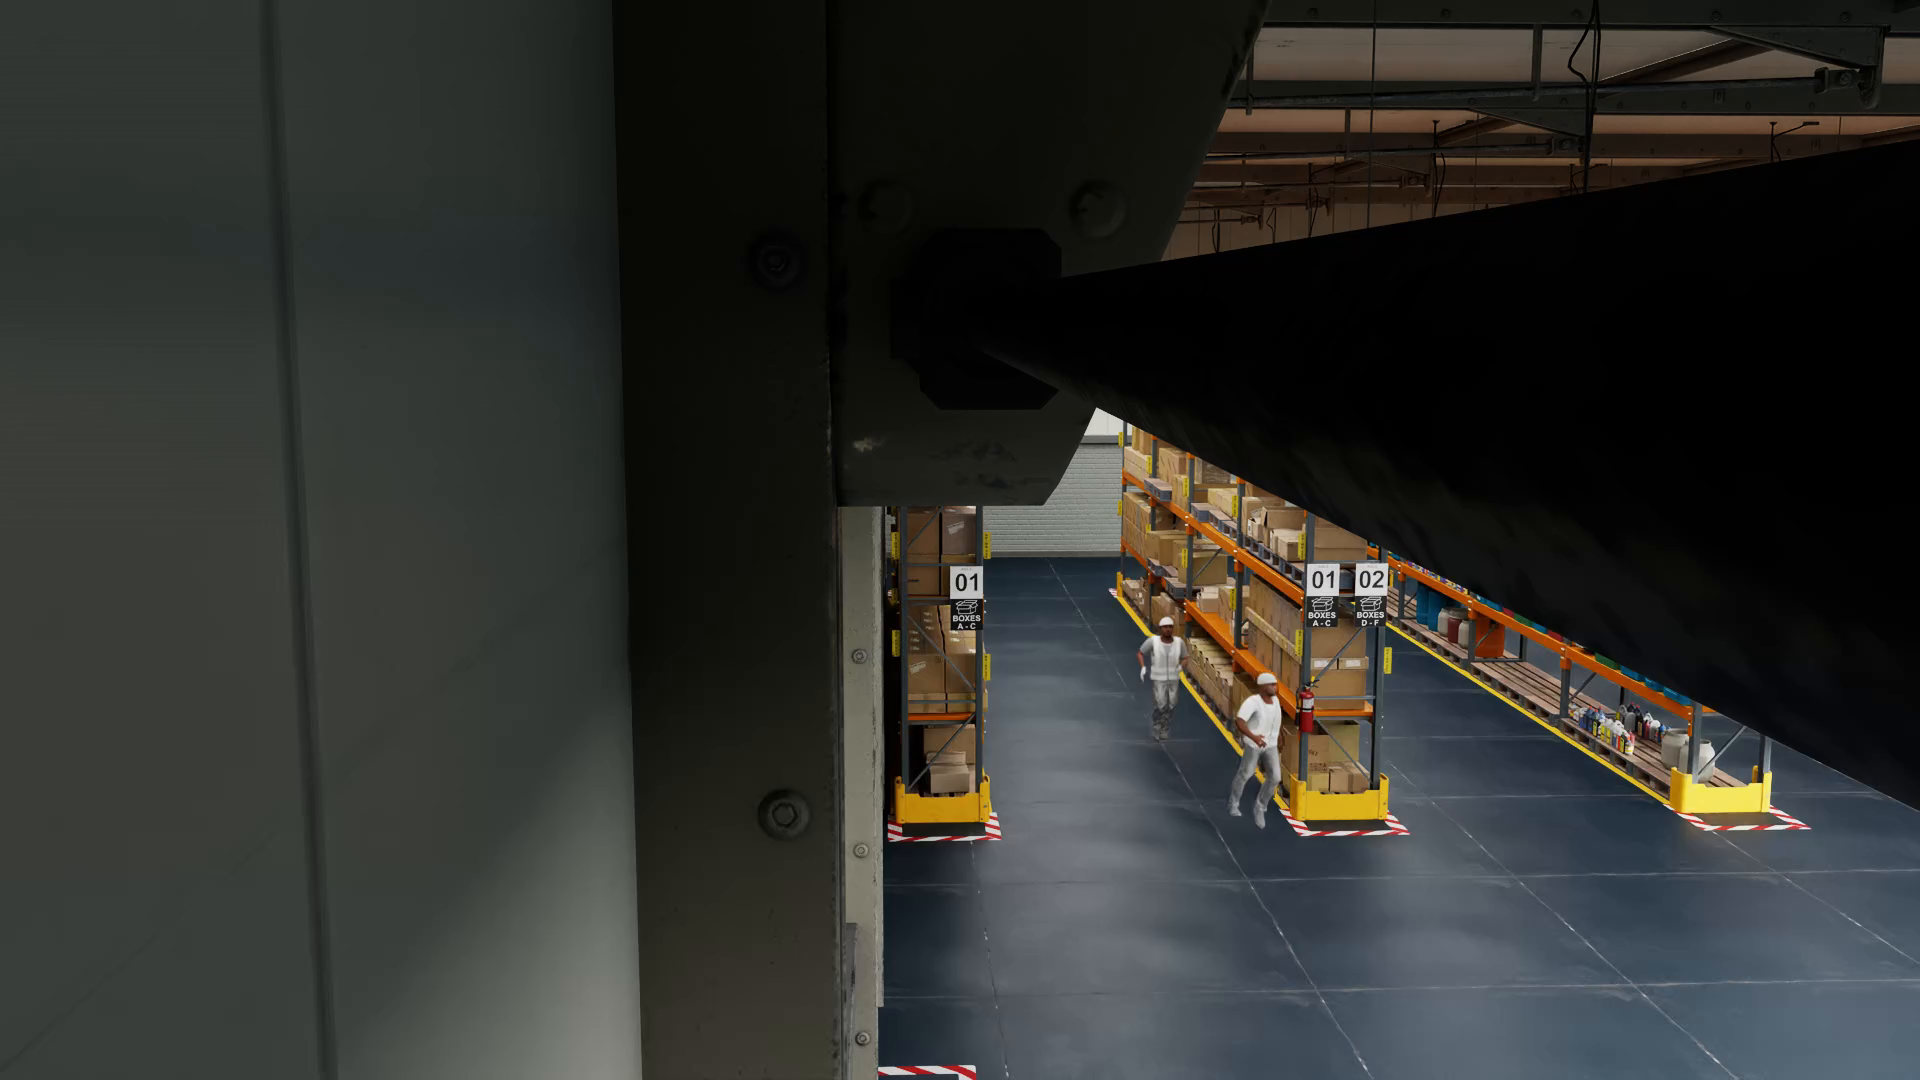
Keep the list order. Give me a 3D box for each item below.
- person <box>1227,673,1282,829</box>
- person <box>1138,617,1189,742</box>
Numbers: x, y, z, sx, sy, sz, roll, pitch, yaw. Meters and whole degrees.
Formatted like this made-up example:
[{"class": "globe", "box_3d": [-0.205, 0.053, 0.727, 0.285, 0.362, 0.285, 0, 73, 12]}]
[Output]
[{"class": "person", "box_3d": [3.575, 2.469, 19.691, 0.765, 1.820, 0.631, -4, 9, -28]}, {"class": "person", "box_3d": [2.851, 1.952, 23.043, 0.681, 1.766, 0.624, -1, 8, -7]}]
